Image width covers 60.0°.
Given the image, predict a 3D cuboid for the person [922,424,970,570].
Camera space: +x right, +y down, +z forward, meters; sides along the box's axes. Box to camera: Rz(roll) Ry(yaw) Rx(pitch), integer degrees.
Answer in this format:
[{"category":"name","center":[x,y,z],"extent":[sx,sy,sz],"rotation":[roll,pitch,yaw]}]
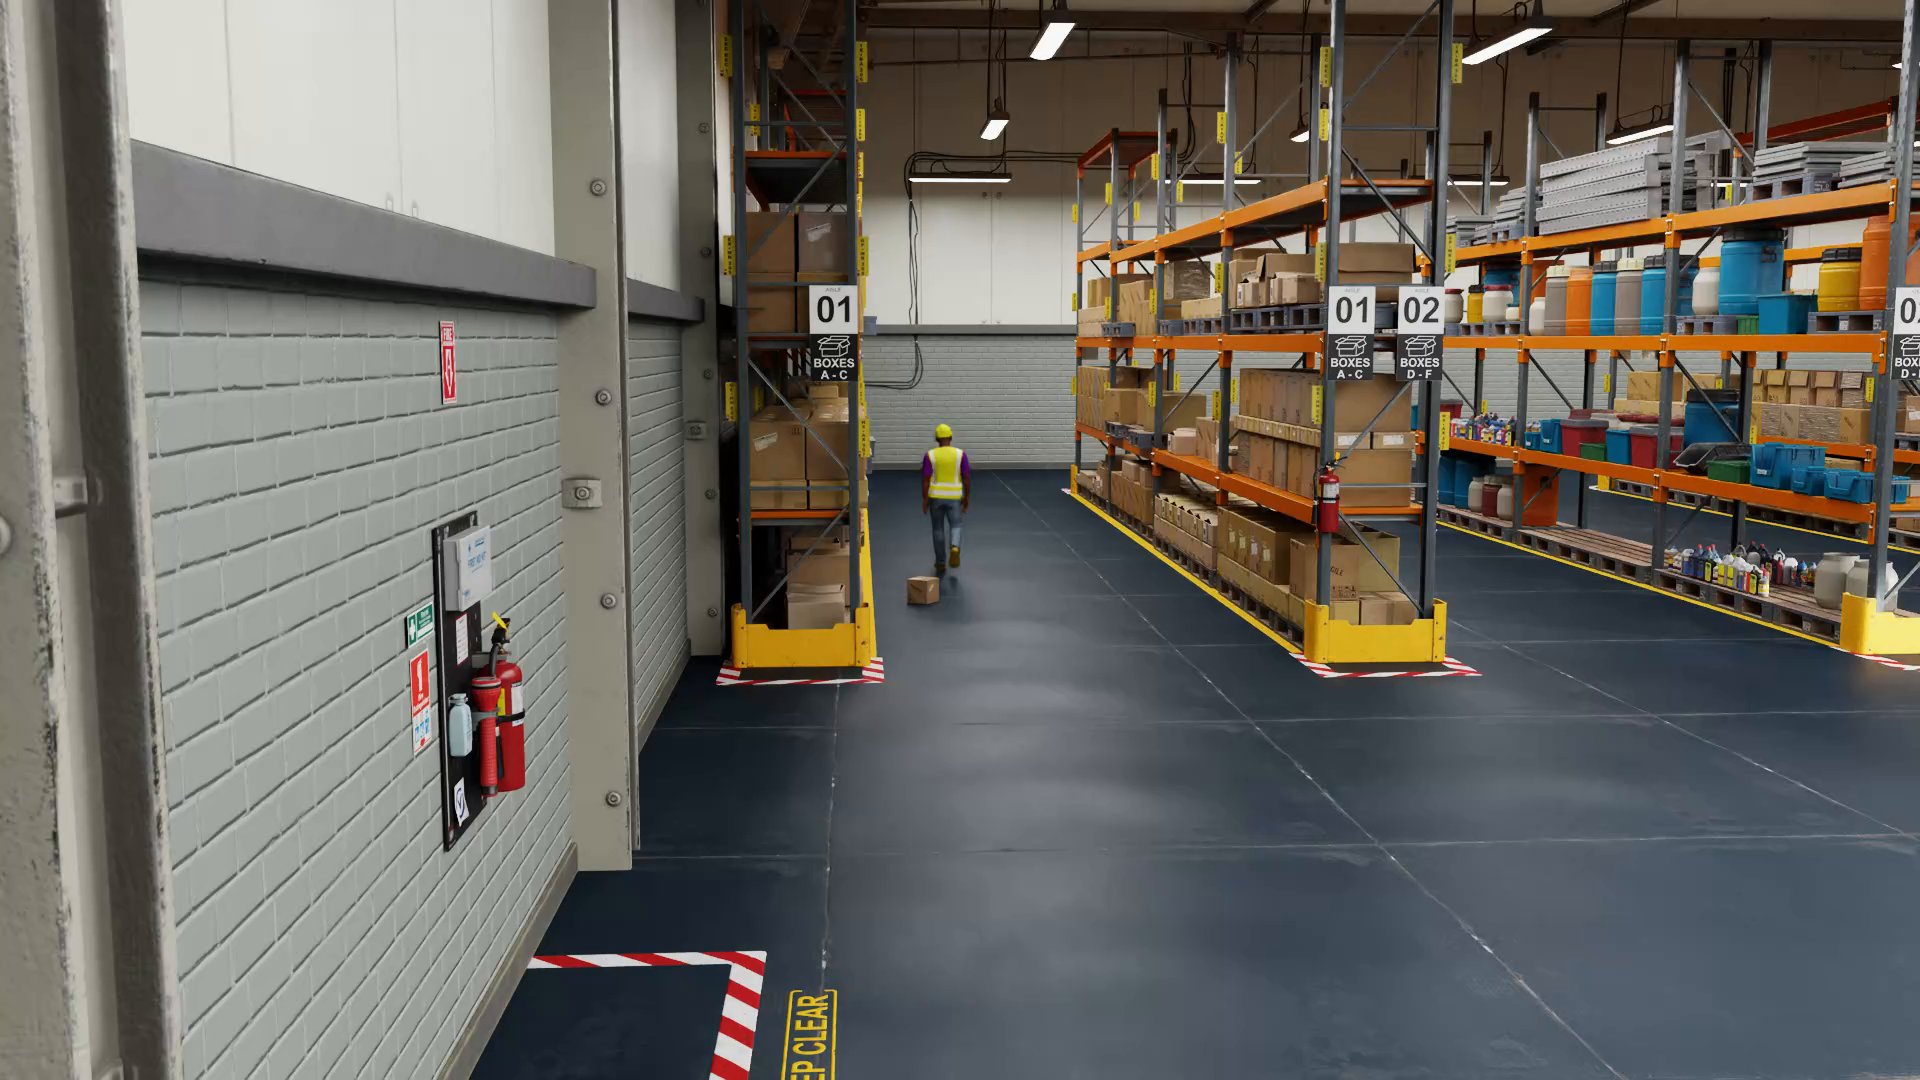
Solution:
[{"category":"person","center":[-0.164,-0.501,19.723],"extent":[0.575,1.751,0.734],"rotation":[-1,7,-4]}]
